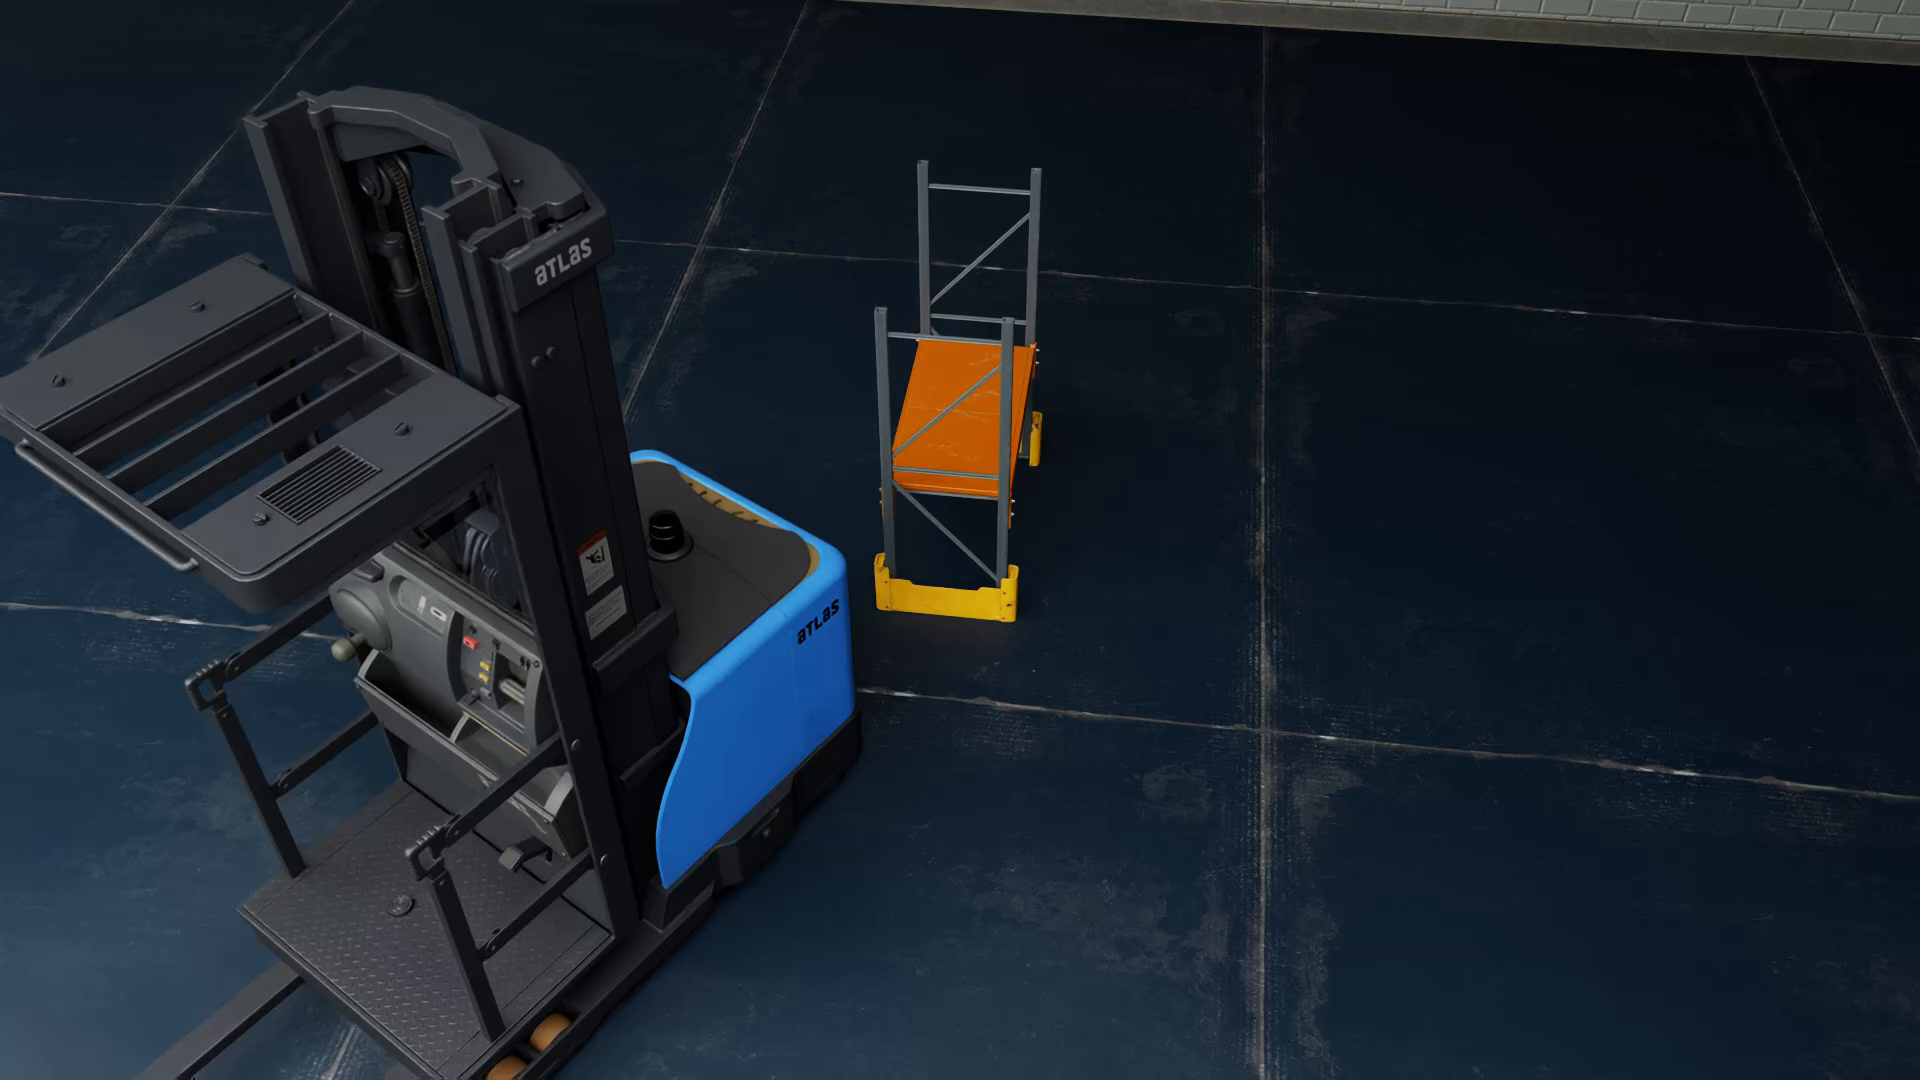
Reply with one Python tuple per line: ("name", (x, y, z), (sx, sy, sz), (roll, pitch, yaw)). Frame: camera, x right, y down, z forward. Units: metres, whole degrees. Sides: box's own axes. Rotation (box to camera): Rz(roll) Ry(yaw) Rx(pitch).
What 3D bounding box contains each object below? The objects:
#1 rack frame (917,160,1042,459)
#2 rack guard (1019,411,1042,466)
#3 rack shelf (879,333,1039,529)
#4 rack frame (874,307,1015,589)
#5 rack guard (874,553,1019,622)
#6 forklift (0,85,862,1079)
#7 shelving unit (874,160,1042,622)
("rack frame", (0.078, -0.949, 7.162), (0.500, 1.500, 0.032), (5, 44, 6))
("rack guard", (0.076, -0.482, 7.577), (0.587, 0.250, 0.087), (5, 44, 6))
("rack shelf", (0.011, -0.472, 6.919), (0.538, 0.185, 1.000), (5, 44, 6))
("rack frame", (-0.056, -0.256, 6.430), (0.500, 1.500, 0.032), (5, 44, 6))
("rack guard", (-0.056, 0.197, 6.860), (0.587, 0.250, 0.087), (5, 44, 6))
("forklift", (-1.664, 0.366, 4.732), (1.130, 2.935, 3.031), (28, 50, 26))
("shelving unit", (0.010, -0.597, 6.789), (0.587, 1.500, 1.083), (5, 44, 6))
